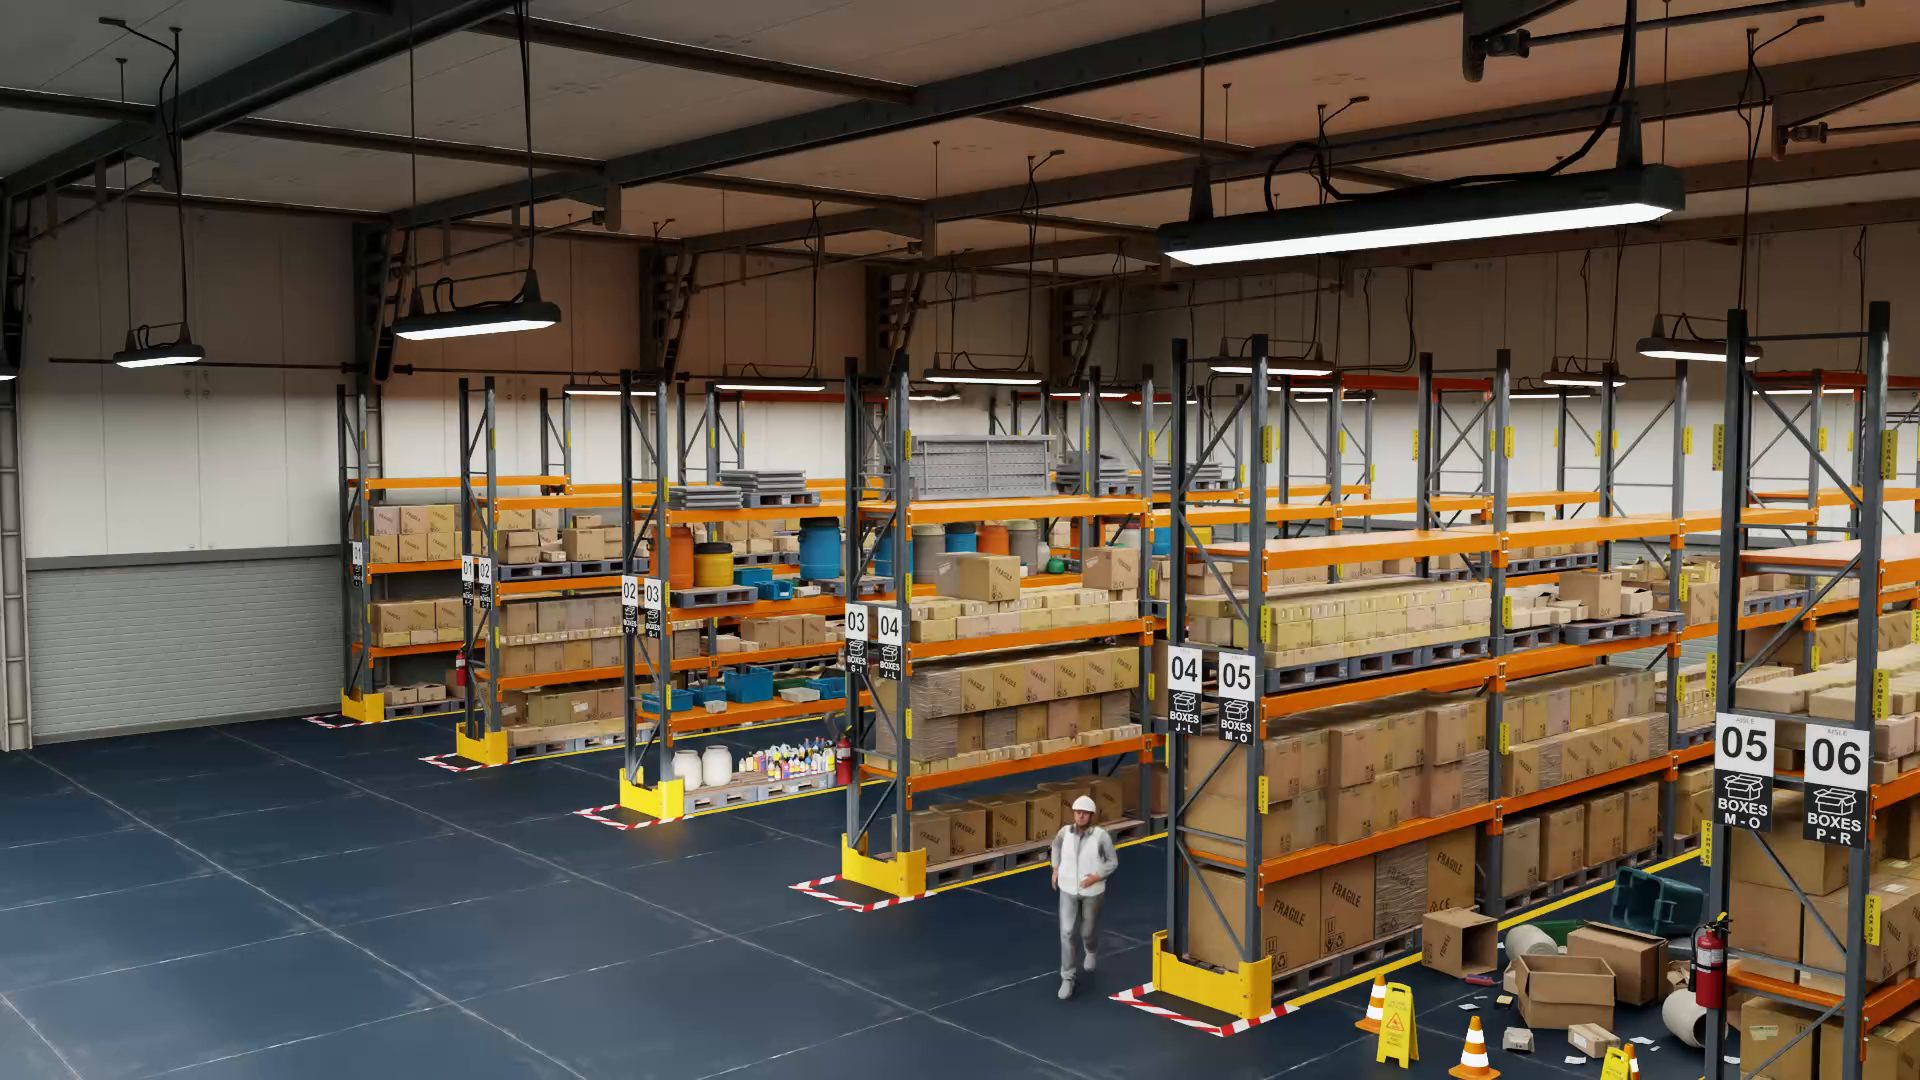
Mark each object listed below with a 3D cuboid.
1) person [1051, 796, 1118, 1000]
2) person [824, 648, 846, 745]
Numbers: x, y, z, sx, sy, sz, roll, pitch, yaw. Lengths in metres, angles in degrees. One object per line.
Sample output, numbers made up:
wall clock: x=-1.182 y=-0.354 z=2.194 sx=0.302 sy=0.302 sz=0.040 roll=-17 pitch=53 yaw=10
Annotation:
person: x=1.142 y=3.263 z=15.469 sx=0.669 sy=1.793 sz=0.922 roll=1 pitch=4 yaw=14
person: x=-1.881 y=2.580 z=26.580 sx=0.714 sy=1.732 sz=0.582 roll=-3 pitch=5 yaw=-42
